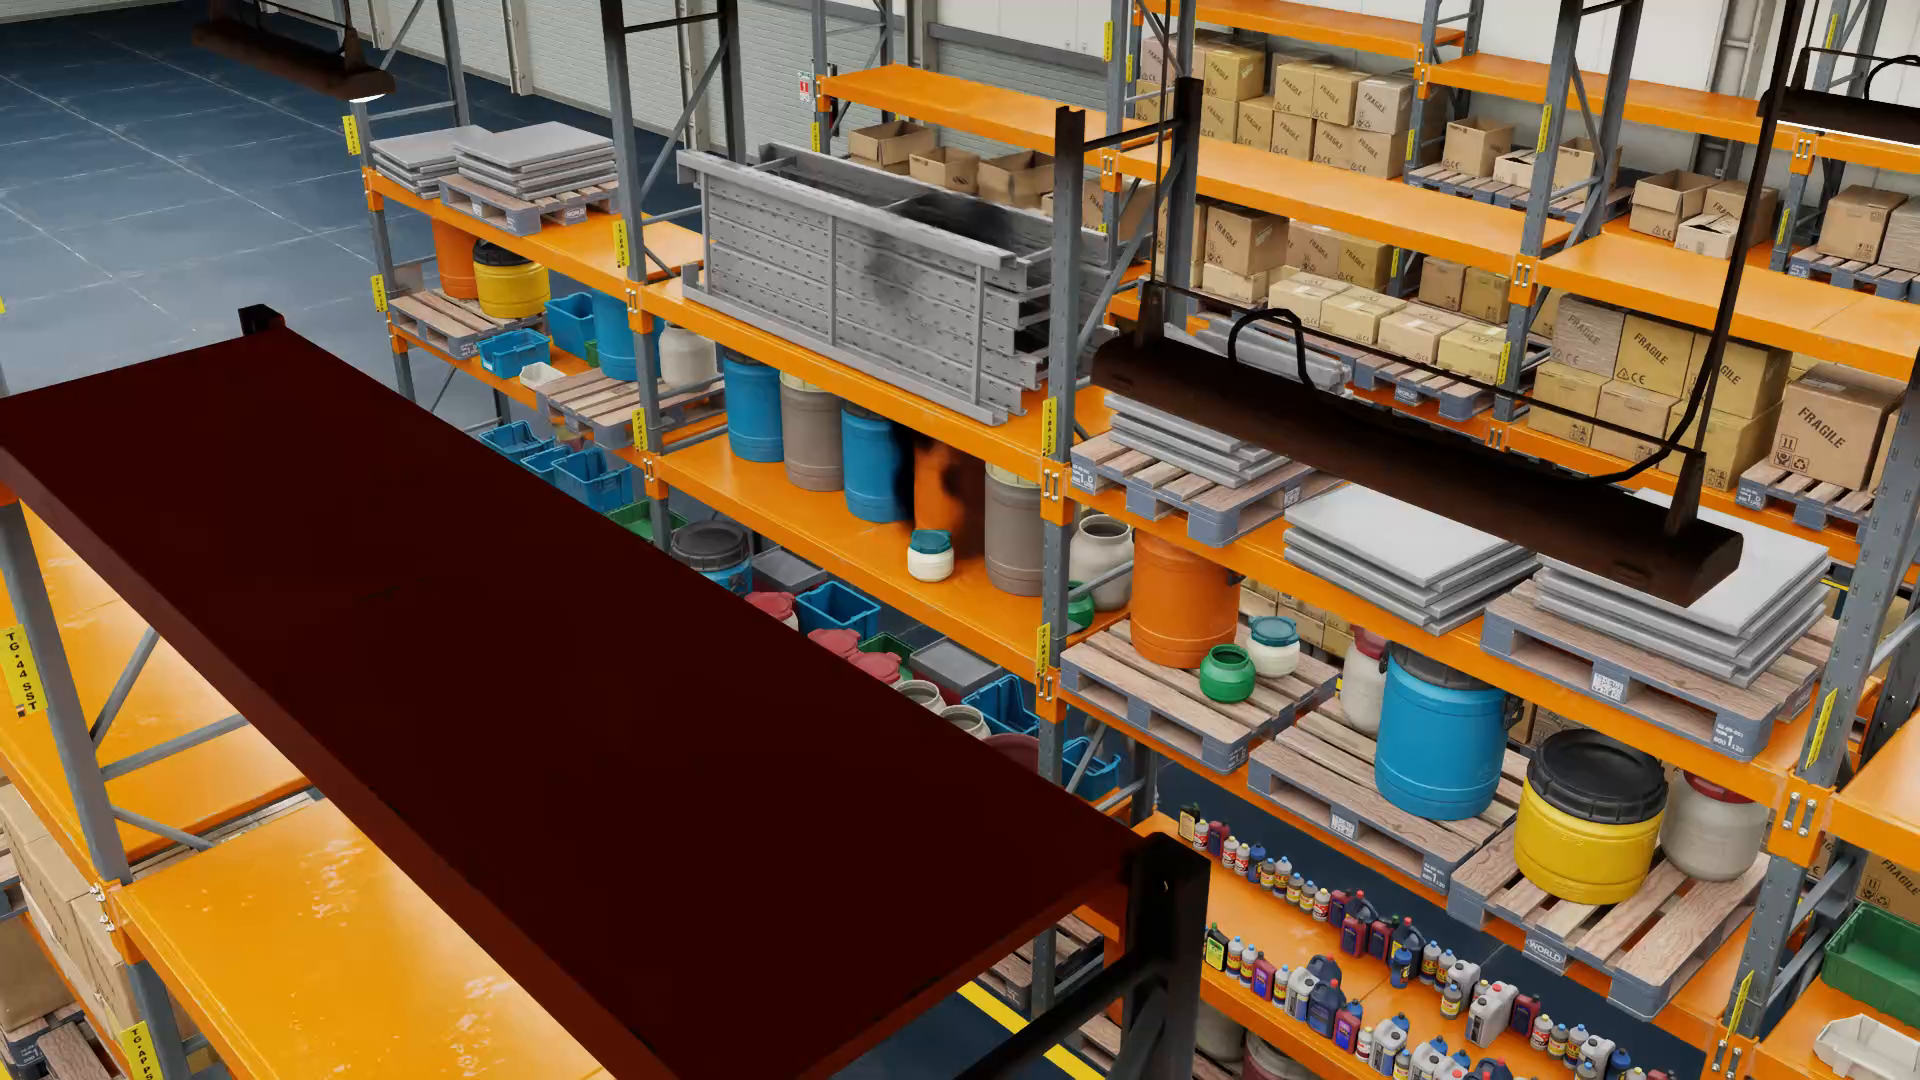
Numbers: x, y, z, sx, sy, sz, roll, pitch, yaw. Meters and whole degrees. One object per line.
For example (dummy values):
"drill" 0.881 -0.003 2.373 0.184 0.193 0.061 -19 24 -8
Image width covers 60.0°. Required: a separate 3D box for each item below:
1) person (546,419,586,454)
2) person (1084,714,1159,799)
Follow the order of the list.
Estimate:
"person" -4.032 -1.085 17.086 0.932 1.630 0.612 15 32 26
"person" 1.231 1.262 12.728 0.599 1.746 0.763 -22 35 -35
